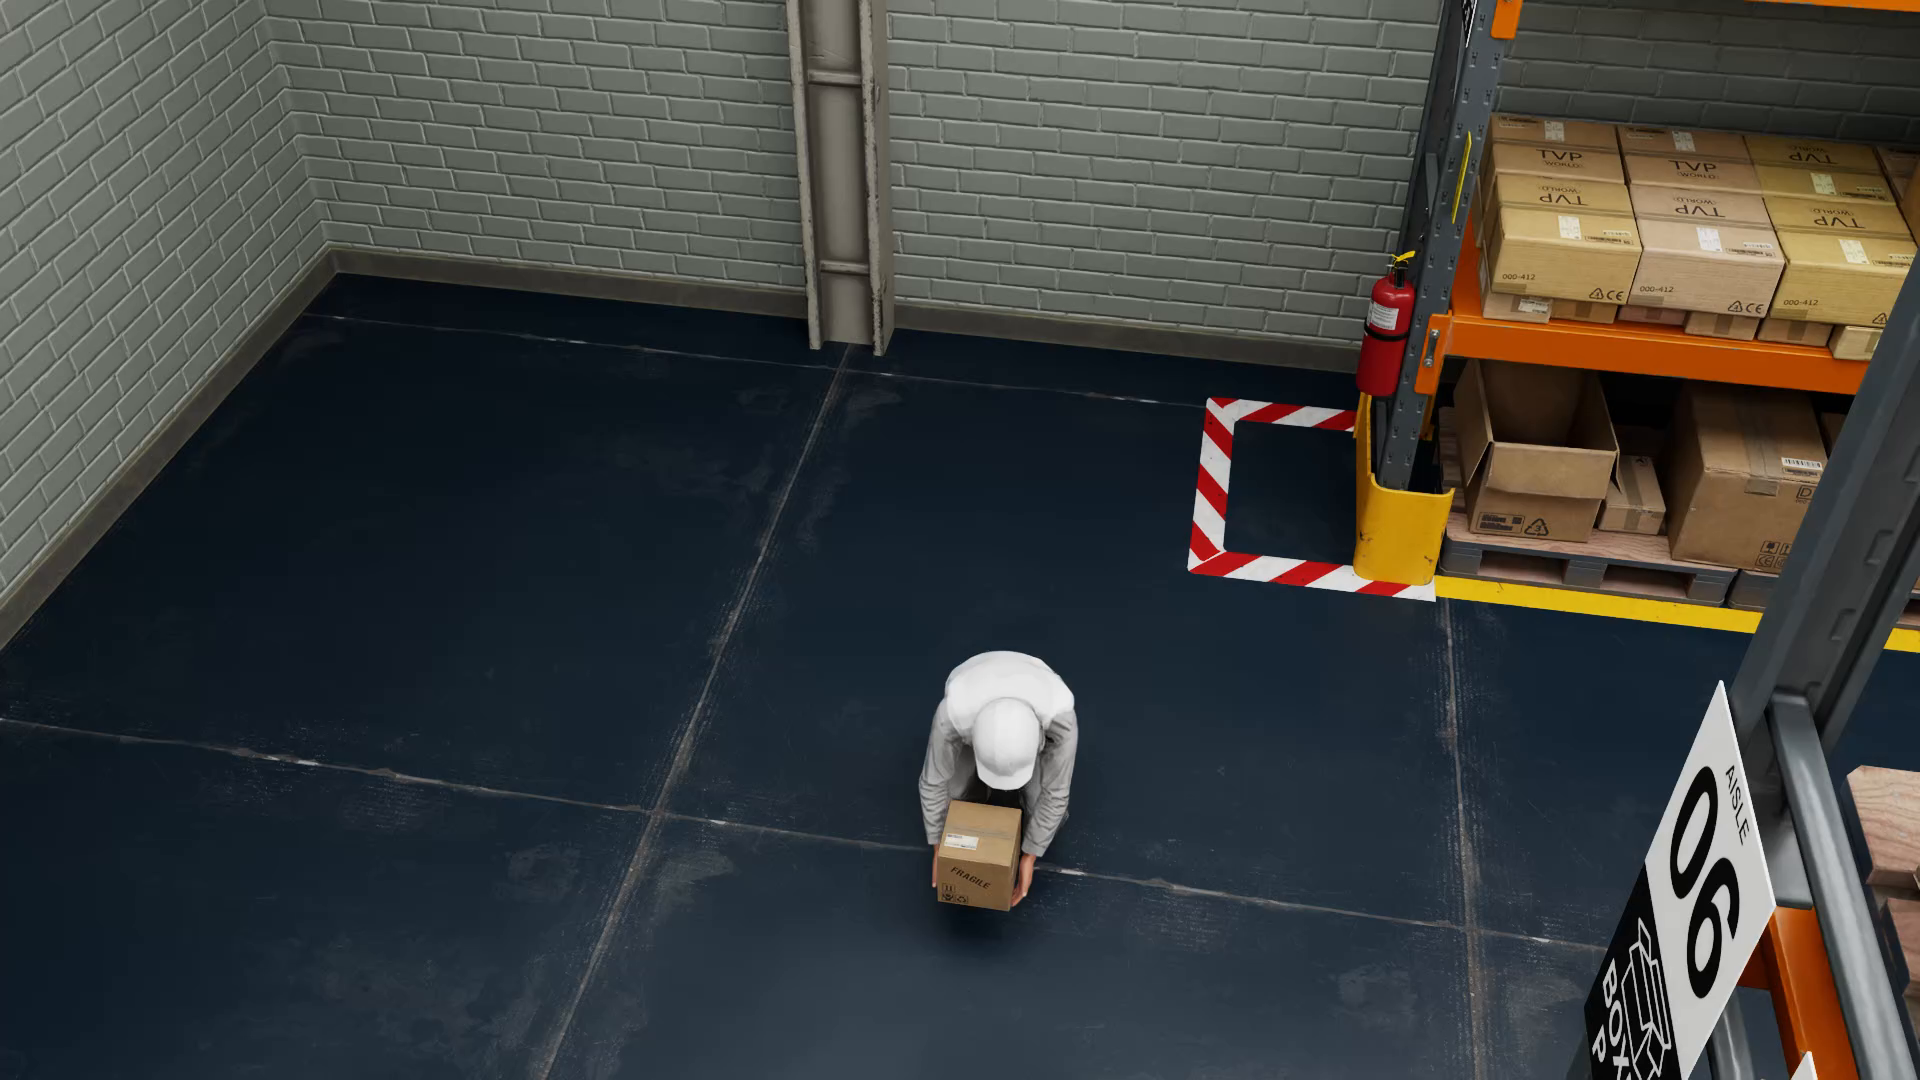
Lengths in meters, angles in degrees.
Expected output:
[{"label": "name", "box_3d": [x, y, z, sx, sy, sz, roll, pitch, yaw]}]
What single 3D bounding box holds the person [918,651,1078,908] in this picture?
[{"label": "person", "box_3d": [0.151, 0.739, 5.865, 0.532, 1.006, 0.867, 7, 41, 8]}]
